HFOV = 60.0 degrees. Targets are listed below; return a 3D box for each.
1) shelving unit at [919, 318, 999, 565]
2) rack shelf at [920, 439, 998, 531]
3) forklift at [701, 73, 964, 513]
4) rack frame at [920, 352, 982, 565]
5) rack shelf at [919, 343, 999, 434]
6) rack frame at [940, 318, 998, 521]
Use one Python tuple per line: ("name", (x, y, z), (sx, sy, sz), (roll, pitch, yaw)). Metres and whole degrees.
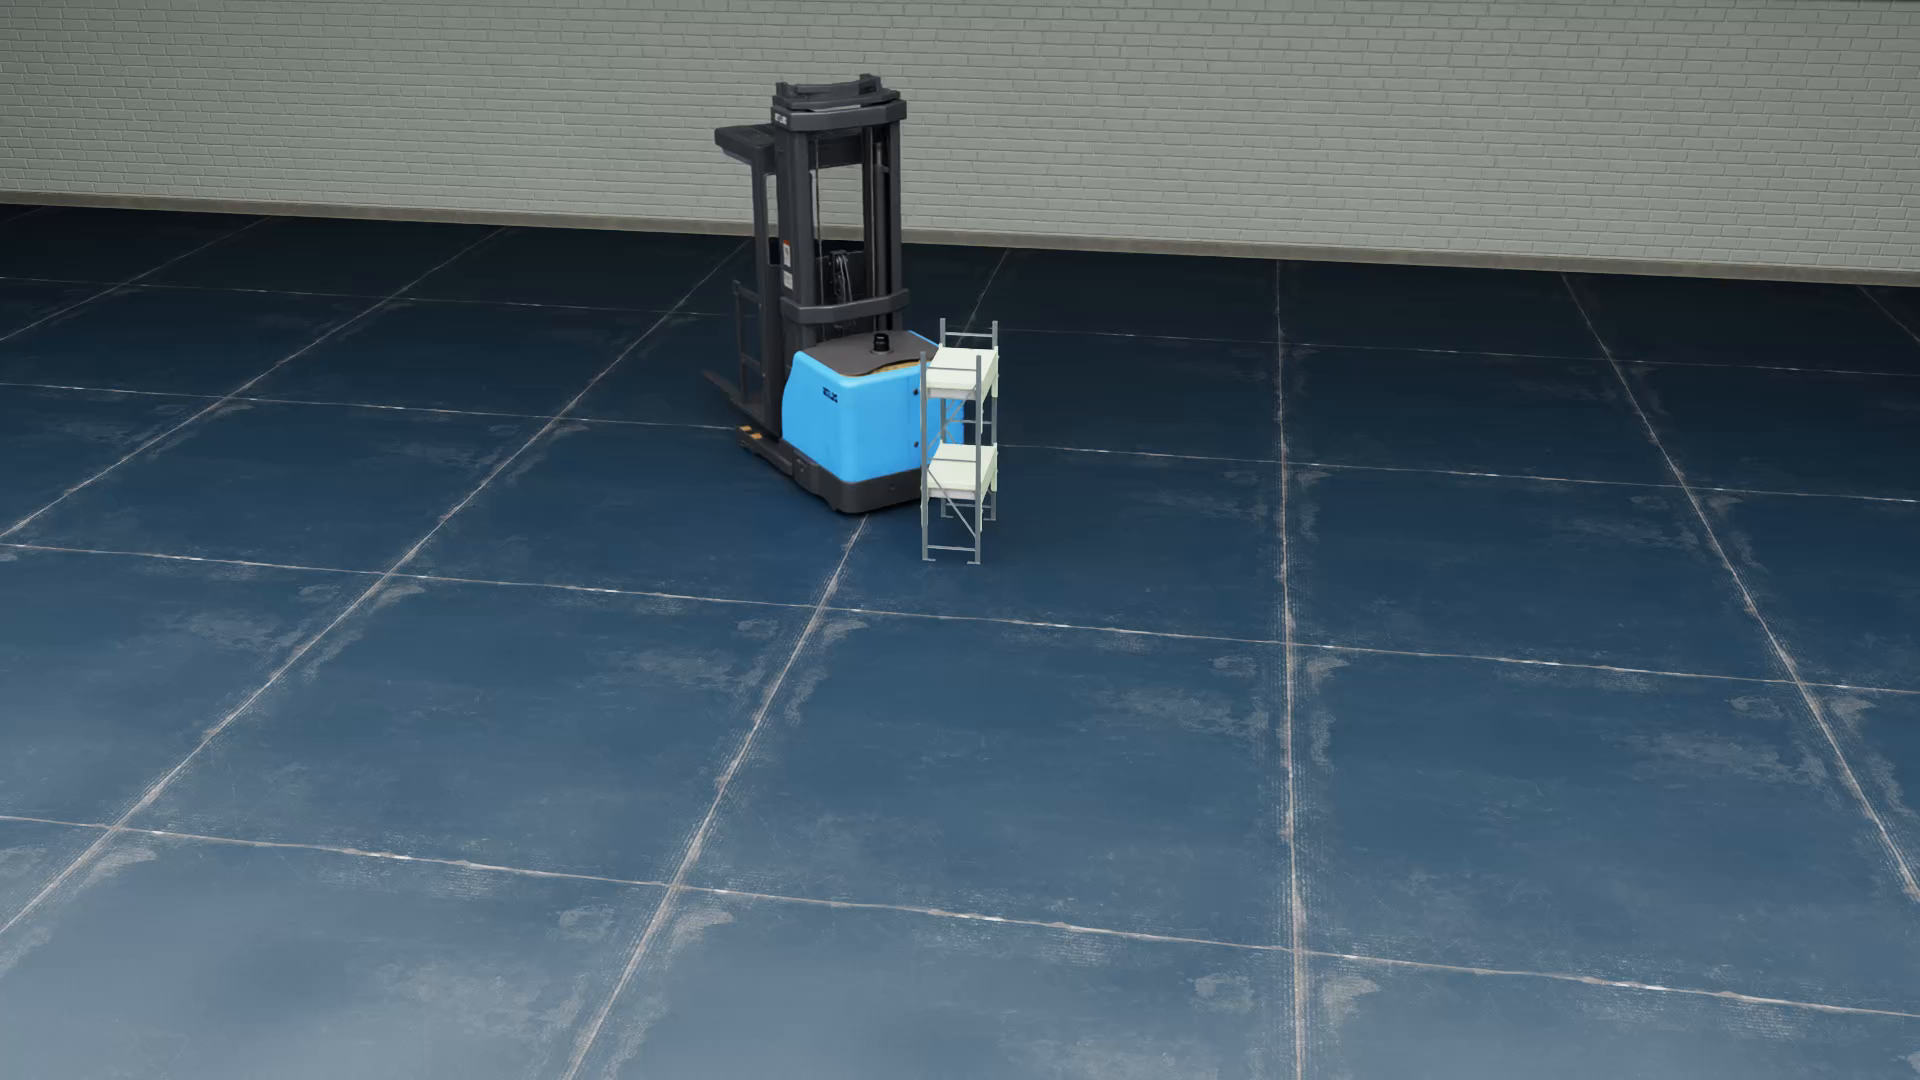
("shelving unit", (0.001, -0.682, 11.438), (0.431, 1.500, 0.755), (4, 25, 9))
("rack shelf", (0.001, -0.387, 11.576), (0.431, 0.370, 0.720), (4, 25, 9))
("forklift", (-1.152, -2.100, 12.779), (1.130, 2.935, 3.031), (-15, 29, -28))
("rack frame", (-0.059, -0.529, 11.111), (0.400, 1.500, 0.023), (4, 25, 9))
("rack shelf", (0.001, -1.036, 11.273), (0.431, 0.370, 0.720), (4, 25, 9))
("rack frame", (0.061, -0.835, 11.765), (0.400, 1.500, 0.023), (4, 25, 9))
